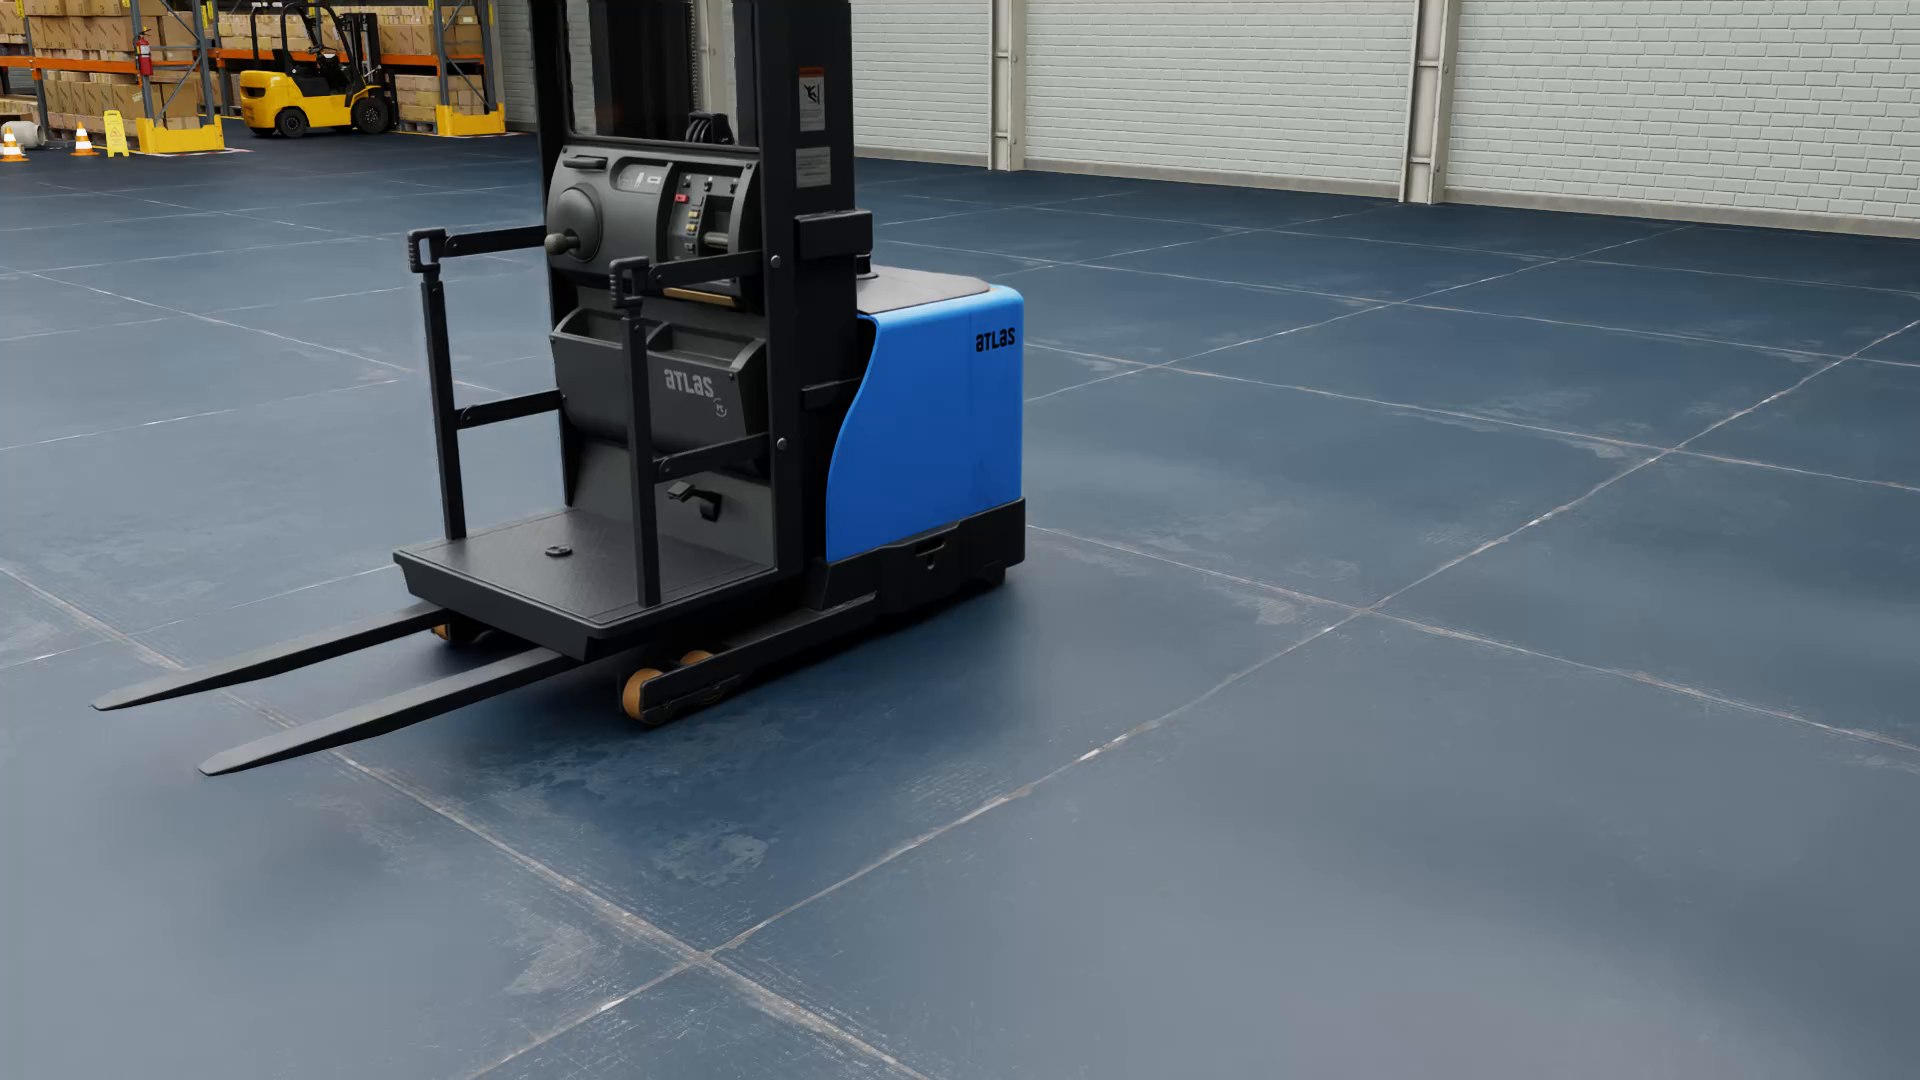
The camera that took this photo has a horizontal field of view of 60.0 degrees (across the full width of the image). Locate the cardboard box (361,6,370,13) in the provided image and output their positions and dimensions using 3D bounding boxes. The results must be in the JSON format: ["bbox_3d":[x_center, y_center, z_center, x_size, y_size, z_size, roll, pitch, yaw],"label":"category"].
[{"bbox_3d":[-10.368,-9.374,29.462,0.250,0.149,0.380,15,23,39],"label":"cardboard box"}]

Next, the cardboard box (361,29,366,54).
[{"bbox_3d":[-10.487,-8.945,29.673,0.500,0.500,0.500,15,23,39],"label":"cardboard box"}]

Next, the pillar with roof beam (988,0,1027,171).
[{"bbox_3d":[-2.238,-8.264,17.776,0.400,9.000,9.100,15,23,39],"label":"pillar with roof beam"}]

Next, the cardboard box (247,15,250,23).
[{"bbox_3d":[-13.553,-10.085,32.191,0.250,0.149,0.380,15,23,40],"label":"cardboard box"}]

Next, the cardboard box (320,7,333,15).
[{"bbox_3d":[-11.384,-9.615,30.220,0.250,0.149,0.380,16,23,40],"label":"cardboard box"}]

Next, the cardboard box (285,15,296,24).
[{"bbox_3d":[-12.466,-9.754,31.151,0.250,0.149,0.380,14,22,38],"label":"cardboard box"}]

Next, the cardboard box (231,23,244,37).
[{"bbox_3d":[-13.874,-9.972,32.497,0.500,0.250,0.500,16,24,41],"label":"cardboard box"}]

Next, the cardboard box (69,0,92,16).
[{"bbox_3d":[-13.076,-8.222,25.251,0.500,0.500,0.700,15,23,39],"label":"cardboard box"}]

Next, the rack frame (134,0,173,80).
[{"bbox_3d":[-17.409,-10.854,35.853,0.127,3.000,1.000,15,23,39],"label":"rack frame"}]

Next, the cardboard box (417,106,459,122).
[{"bbox_3d":[-8.995,-7.357,28.686,0.500,0.250,0.500,15,23,40],"label":"cardboard box"}]

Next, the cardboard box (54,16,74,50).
[{"bbox_3d":[-13.815,-7.963,26.086,0.500,0.500,0.500,15,23,39],"label":"cardboard box"}]

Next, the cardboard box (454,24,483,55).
[{"bbox_3d":[-8.620,-8.654,28.757,0.500,0.500,0.500,16,24,41],"label":"cardboard box"}]

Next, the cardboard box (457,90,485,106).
[{"bbox_3d":[-8.647,-7.714,28.983,0.500,0.250,0.500,16,23,40],"label":"cardboard box"}]

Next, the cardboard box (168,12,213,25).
[{"bbox_3d":[-15.761,-10.586,34.144,0.637,0.503,0.797,14,23,38],"label":"cardboard box"}]

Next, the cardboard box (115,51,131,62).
[{"bbox_3d":[-12.410,-7.253,24.923,0.250,0.149,0.380,15,23,39],"label":"cardboard box"}]

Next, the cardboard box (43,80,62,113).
[{"bbox_3d":[-14.455,-7.191,26.924,0.500,0.500,0.500,16,24,42],"label":"cardboard box"}]

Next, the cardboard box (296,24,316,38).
[{"bbox_3d":[-11.962,-9.455,30.867,0.500,0.250,0.500,14,23,38],"label":"cardboard box"}]

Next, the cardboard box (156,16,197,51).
[{"bbox_3d":[-11.896,-7.668,25.157,0.500,0.500,0.500,15,23,38],"label":"cardboard box"}]

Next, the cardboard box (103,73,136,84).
[{"bbox_3d":[-12.817,-7.037,25.366,0.250,0.149,0.380,16,24,41],"label":"cardboard box"}]

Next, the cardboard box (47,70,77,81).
[{"bbox_3d":[-14.402,-7.462,26.704,0.250,0.149,0.380,15,23,40],"label":"cardboard box"}]

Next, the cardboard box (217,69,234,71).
[{"bbox_3d":[-15.390,-9.752,34.747,0.250,0.149,0.380,14,23,38],"label":"cardboard box"}]

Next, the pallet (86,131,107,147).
[{"bbox_3d":[-13.275,-6.423,26.501,1.213,0.211,1.003,15,23,39],"label":"pallet"}]

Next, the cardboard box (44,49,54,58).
[{"bbox_3d":[-14.471,-7.829,26.738,0.250,0.149,0.380,16,24,41],"label":"cardboard box"}]

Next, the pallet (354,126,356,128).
[{"bbox_3d":[-10.858,-7.749,30.681,1.213,0.211,1.003,15,23,39],"label":"pallet"}]

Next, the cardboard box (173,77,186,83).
[{"bbox_3d":[-16.038,-9.403,34.720,0.500,0.500,0.500,14,22,37],"label":"cardboard box"}]

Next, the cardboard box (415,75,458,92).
[{"bbox_3d":[-8.985,-7.832,28.531,0.500,0.250,0.500,16,24,41],"label":"cardboard box"}]

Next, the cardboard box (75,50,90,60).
[{"bbox_3d":[-13.537,-7.565,25.905,0.250,0.149,0.380,15,23,39],"label":"cardboard box"}]

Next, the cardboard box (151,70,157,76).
[{"bbox_3d":[-17.059,-10.001,35.533,0.250,0.149,0.380,14,23,38],"label":"cardboard box"}]

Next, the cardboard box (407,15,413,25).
[{"bbox_3d":[-9.243,-8.918,28.516,0.250,0.149,0.380,16,23,40],"label":"cardboard box"}]

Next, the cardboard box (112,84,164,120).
[{"bbox_3d":[-12.498,-6.670,25.280,0.500,0.500,0.500,15,23,40],"label":"cardboard box"}]

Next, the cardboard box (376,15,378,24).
[{"bbox_3d":[-10.218,-9.166,29.297,0.250,0.149,0.380,14,23,38],"label":"cardboard box"}]

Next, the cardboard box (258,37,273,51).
[{"bbox_3d":[-13.098,-9.526,31.918,0.500,0.250,0.500,16,24,41],"label":"cardboard box"}]

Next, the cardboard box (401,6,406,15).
[{"bbox_3d":[-9.397,-9.123,28.670,0.250,0.149,0.380,15,23,40],"label":"cardboard box"}]

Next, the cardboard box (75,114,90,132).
[{"bbox_3d":[-13.650,-6.623,26.374,0.500,0.250,0.500,15,23,39],"label":"cardboard box"}]

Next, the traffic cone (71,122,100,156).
[{"bbox_3d":[-12.903,-5.906,24.456,0.334,0.463,0.336,15,23,39],"label":"traffic cone"}]

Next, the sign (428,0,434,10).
[{"bbox_3d":[-8.804,-8.989,27.672,0.005,0.325,0.100,15,23,39],"label":"sign"}]

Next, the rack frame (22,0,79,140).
[{"bbox_3d":[-14.717,-8.124,27.251,0.127,3.000,1.000,15,23,39],"label":"rack frame"}]

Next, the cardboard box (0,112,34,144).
[{"bbox_3d":[-14.819,-6.411,25.981,0.500,0.500,0.500,-3,18,-8],"label":"cardboard box"}]

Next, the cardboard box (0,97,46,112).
[{"bbox_3d":[-16.172,-7.459,28.806,0.625,0.372,0.950,16,24,41],"label":"cardboard box"}]

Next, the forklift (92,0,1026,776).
[{"bbox_3d":[-1.102,-1.023,4.990,1.130,2.935,3.031,15,23,39],"label":"forklift"}]

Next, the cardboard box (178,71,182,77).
[{"bbox_3d":[-16.078,-9.744,34.722,0.250,0.149,0.380,15,23,39],"label":"cardboard box"}]

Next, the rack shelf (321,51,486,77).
[{"bbox_3d":[-9.930,-8.503,29.635,4.000,0.370,1.077,15,23,39],"label":"rack shelf"}]

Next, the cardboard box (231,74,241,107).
[{"bbox_3d":[-13.960,-8.991,33.214,0.625,0.625,0.875,16,24,41],"label":"cardboard box"}]

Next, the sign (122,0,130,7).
[{"bbox_3d":[-12.109,-7.902,24.114,0.005,0.325,0.100,15,23,39],"label":"sign"}]
